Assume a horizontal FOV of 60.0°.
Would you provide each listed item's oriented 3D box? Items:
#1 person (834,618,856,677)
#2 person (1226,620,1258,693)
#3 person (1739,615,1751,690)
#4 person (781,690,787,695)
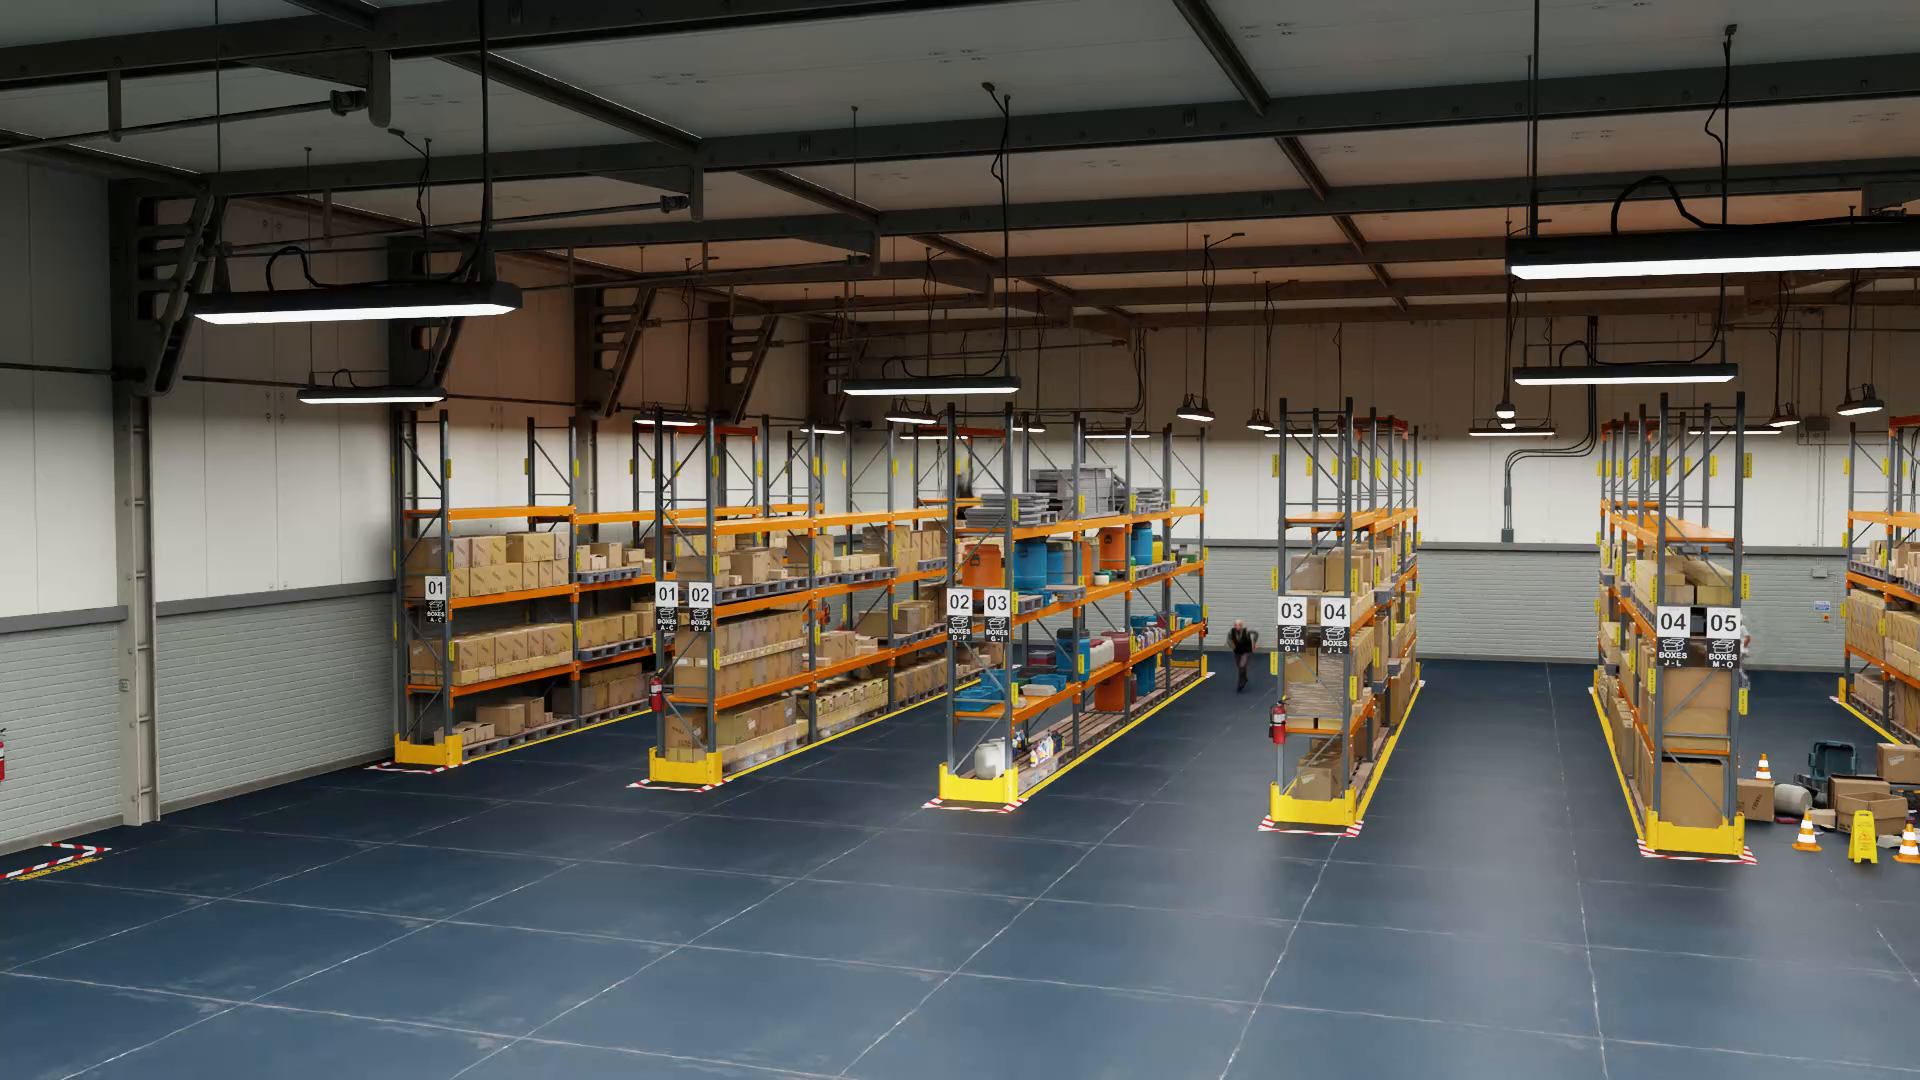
[{"bbox_3d":[-2.572,2.563,36.994,0.666,1.694,0.799,1,3,14],"label":"person"},{"bbox_3d":[6.383,2.606,37.519,0.701,1.682,0.987,1,3,22],"label":"person"},{"bbox_3d":[17.495,2.517,37.519,0.671,1.731,0.677,1,3,23],"label":"person"},{"bbox_3d":[-3.629,2.702,33.532,0.683,1.732,0.612,0,2,11],"label":"person"}]
